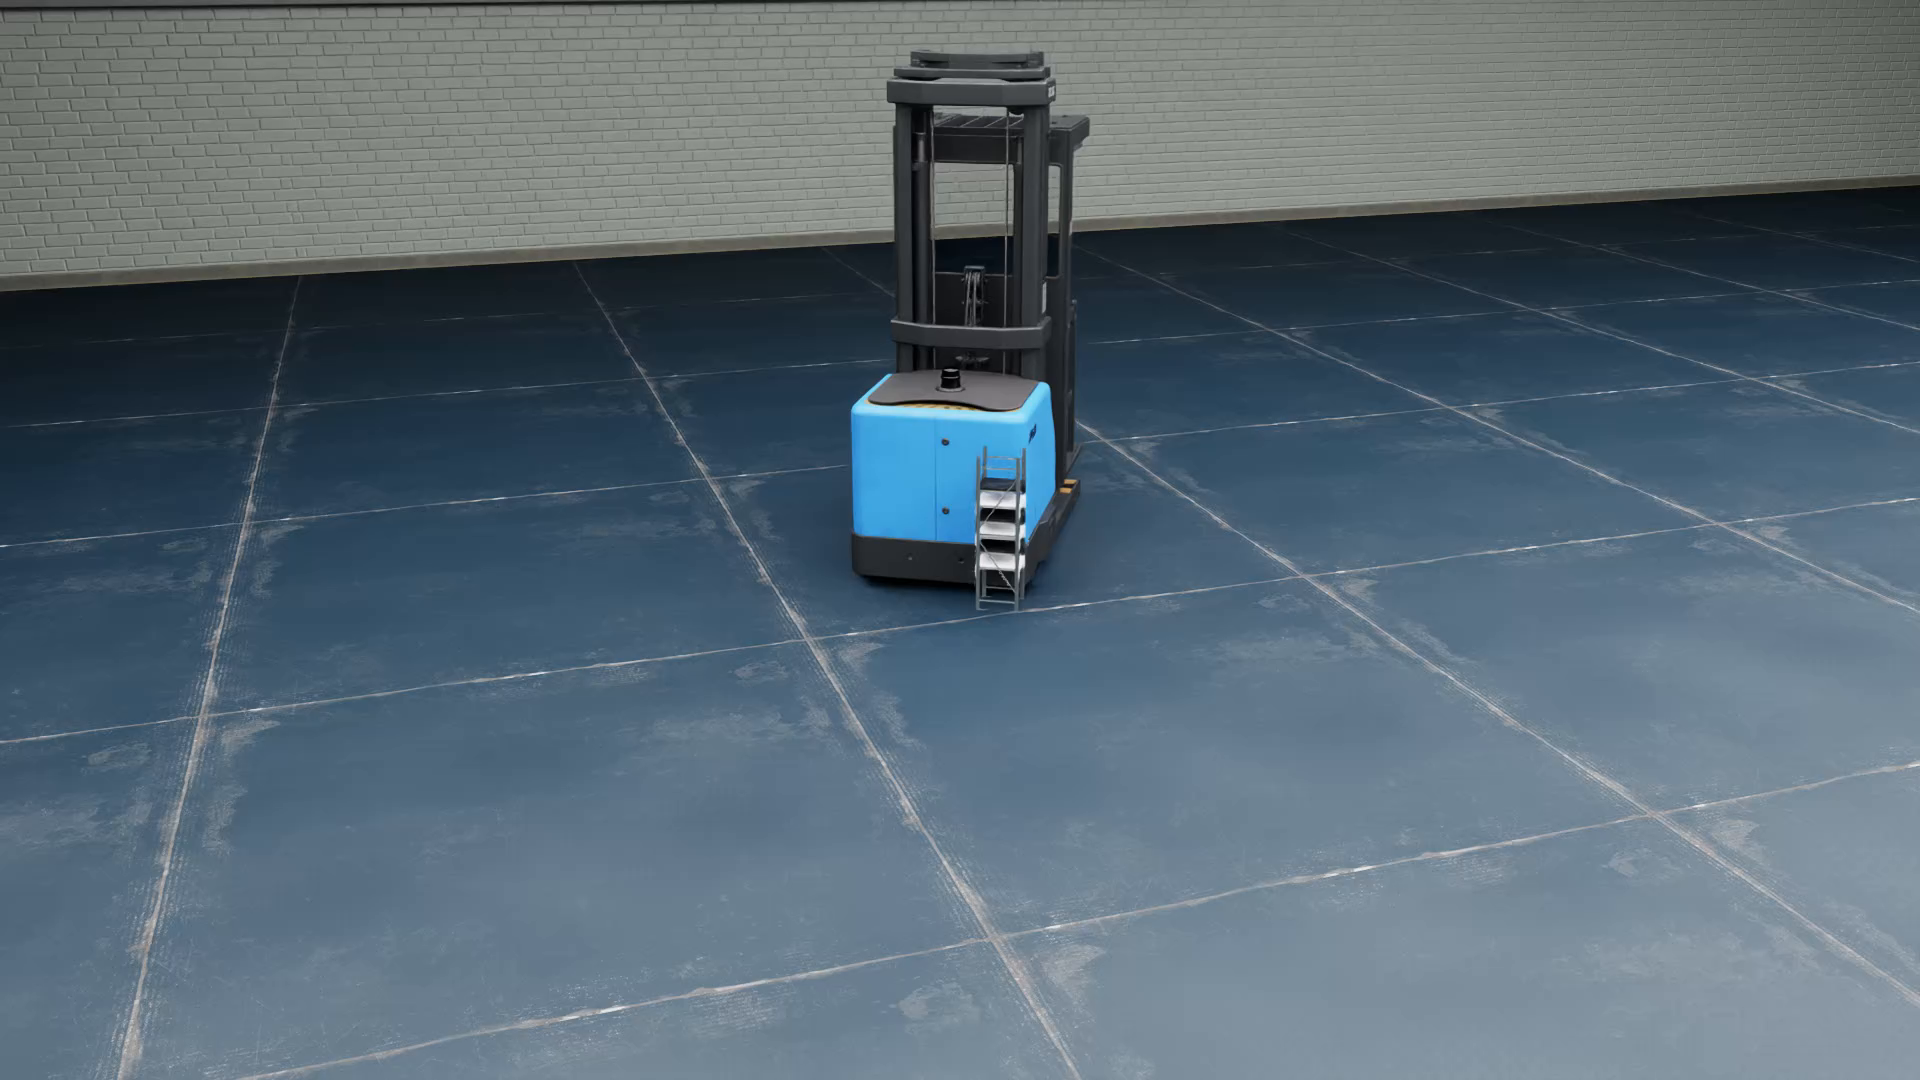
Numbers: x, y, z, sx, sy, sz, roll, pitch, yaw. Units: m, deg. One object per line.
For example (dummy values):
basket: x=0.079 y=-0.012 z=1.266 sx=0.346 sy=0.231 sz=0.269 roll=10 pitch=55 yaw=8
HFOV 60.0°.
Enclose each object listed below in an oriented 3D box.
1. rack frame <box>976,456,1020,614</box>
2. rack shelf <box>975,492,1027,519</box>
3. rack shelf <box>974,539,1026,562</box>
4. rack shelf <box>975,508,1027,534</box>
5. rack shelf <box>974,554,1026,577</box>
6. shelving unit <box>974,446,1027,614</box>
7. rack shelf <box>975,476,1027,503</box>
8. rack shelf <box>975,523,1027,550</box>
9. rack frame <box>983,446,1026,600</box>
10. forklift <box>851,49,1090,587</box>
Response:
rack frame: x=0.206 y=-0.022 z=9.147 sx=0.240 sy=0.900 sz=0.006 roll=4 pitch=20 yaw=11
rack shelf: x=0.226 y=-0.194 z=9.191 sx=0.258 sy=0.077 sz=0.200 roll=4 pitch=20 yaw=11
rack shelf: x=0.226 y=0.060 z=9.283 sx=0.258 sy=0.077 sz=0.200 roll=4 pitch=20 yaw=11
rack shelf: x=0.226 y=-0.109 z=9.222 sx=0.258 sy=0.077 sz=0.200 roll=4 pitch=20 yaw=11
rack shelf: x=0.227 y=0.145 z=9.313 sx=0.258 sy=0.077 sz=0.200 roll=4 pitch=20 yaw=11
shelving unit: x=0.226 y=-0.056 z=9.241 sx=0.258 sy=0.900 sz=0.210 roll=4 pitch=20 yaw=11
rack shelf: x=0.226 y=-0.279 z=9.161 sx=0.258 sy=0.077 sz=0.200 roll=4 pitch=20 yaw=11
rack shelf: x=0.226 y=-0.025 z=9.252 sx=0.258 sy=0.077 sz=0.200 roll=4 pitch=20 yaw=11
rack frame: x=0.247 y=-0.090 z=9.335 sx=0.240 sy=0.900 sz=0.006 roll=4 pitch=20 yaw=11
forklift: x=0.192 y=-1.576 z=10.470 sx=1.130 sy=2.935 sz=3.031 roll=4 pitch=20 yaw=12
